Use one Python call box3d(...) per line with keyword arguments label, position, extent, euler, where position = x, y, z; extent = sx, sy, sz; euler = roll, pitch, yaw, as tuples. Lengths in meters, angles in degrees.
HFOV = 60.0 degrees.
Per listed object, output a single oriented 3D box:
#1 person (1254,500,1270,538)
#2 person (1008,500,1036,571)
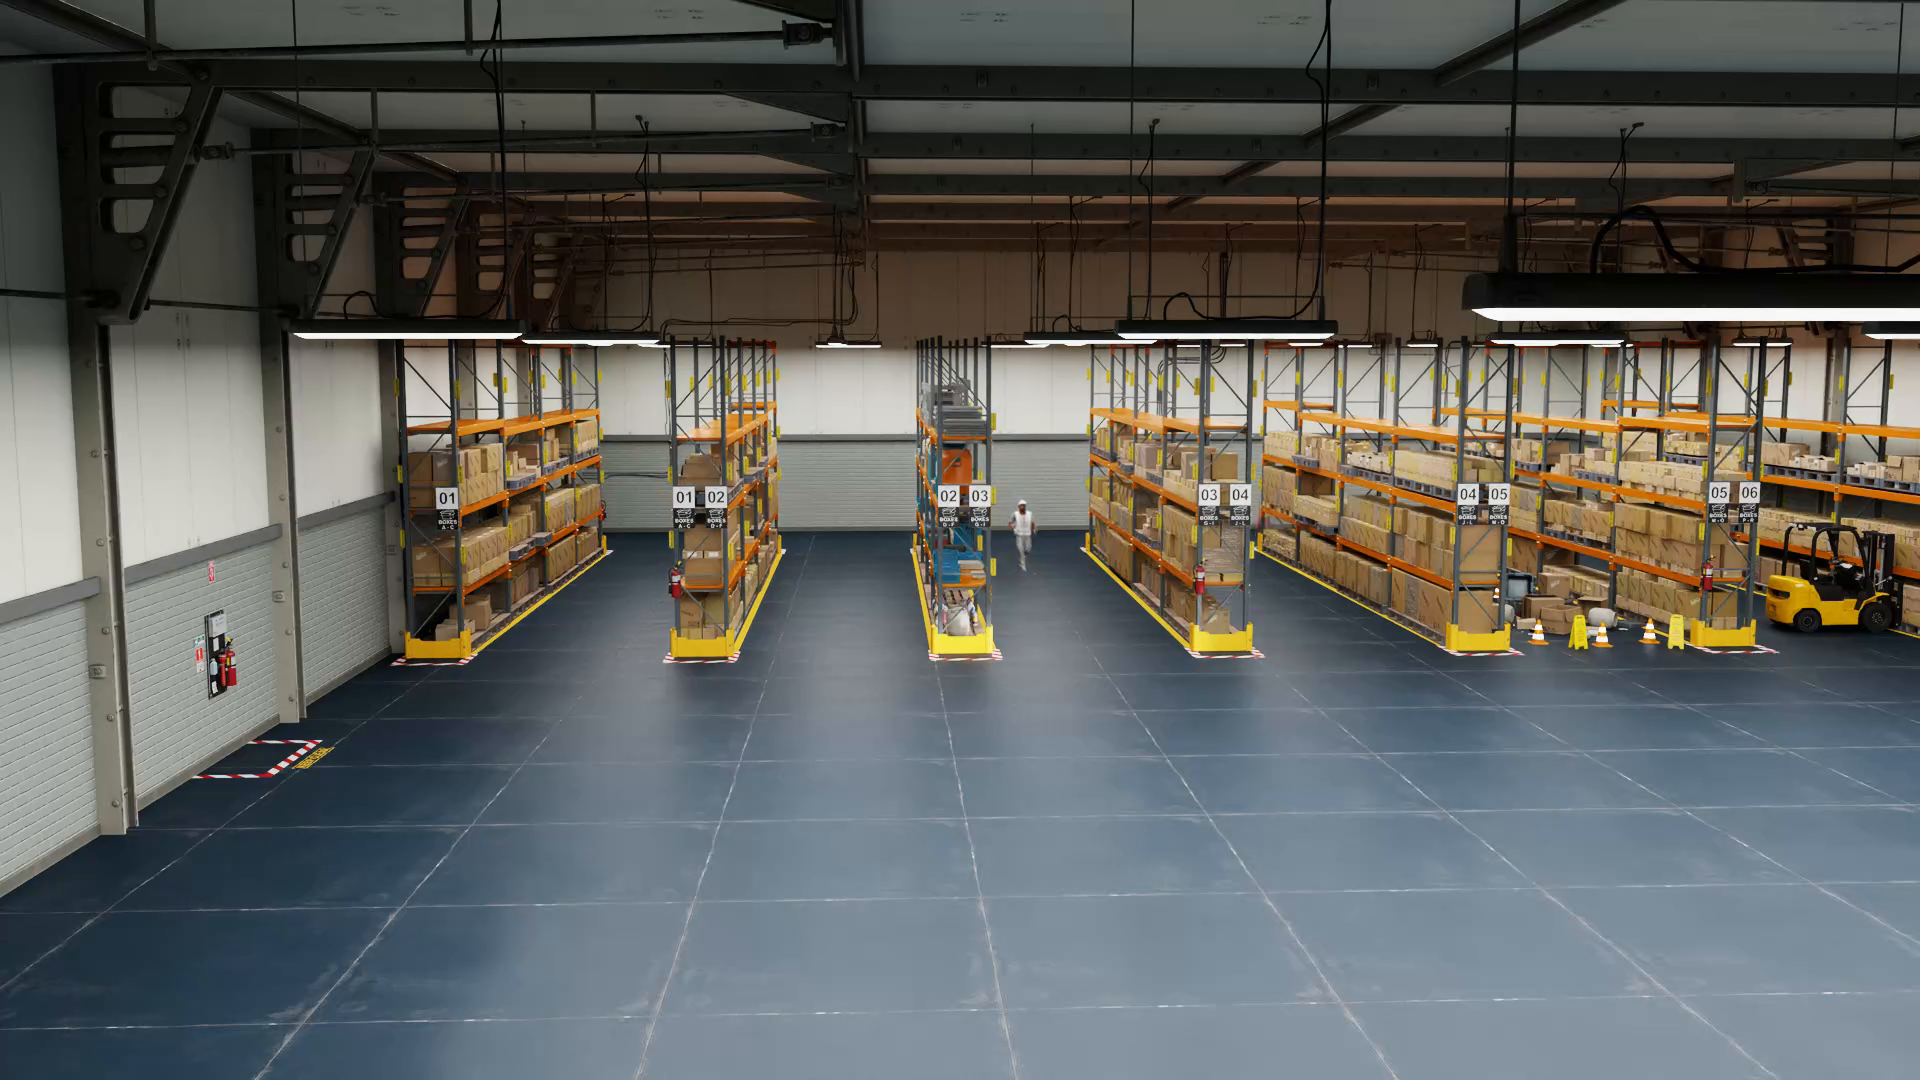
box3d(label="person", position=(9.015, -0.703, 49.290), extent=(0.683, 1.684, 0.546), euler=(-6, 9, -43))
box3d(label="person", position=(1.537, -0.119, 41.333), extent=(0.683, 1.749, 0.616), euler=(-1, 7, -12))
